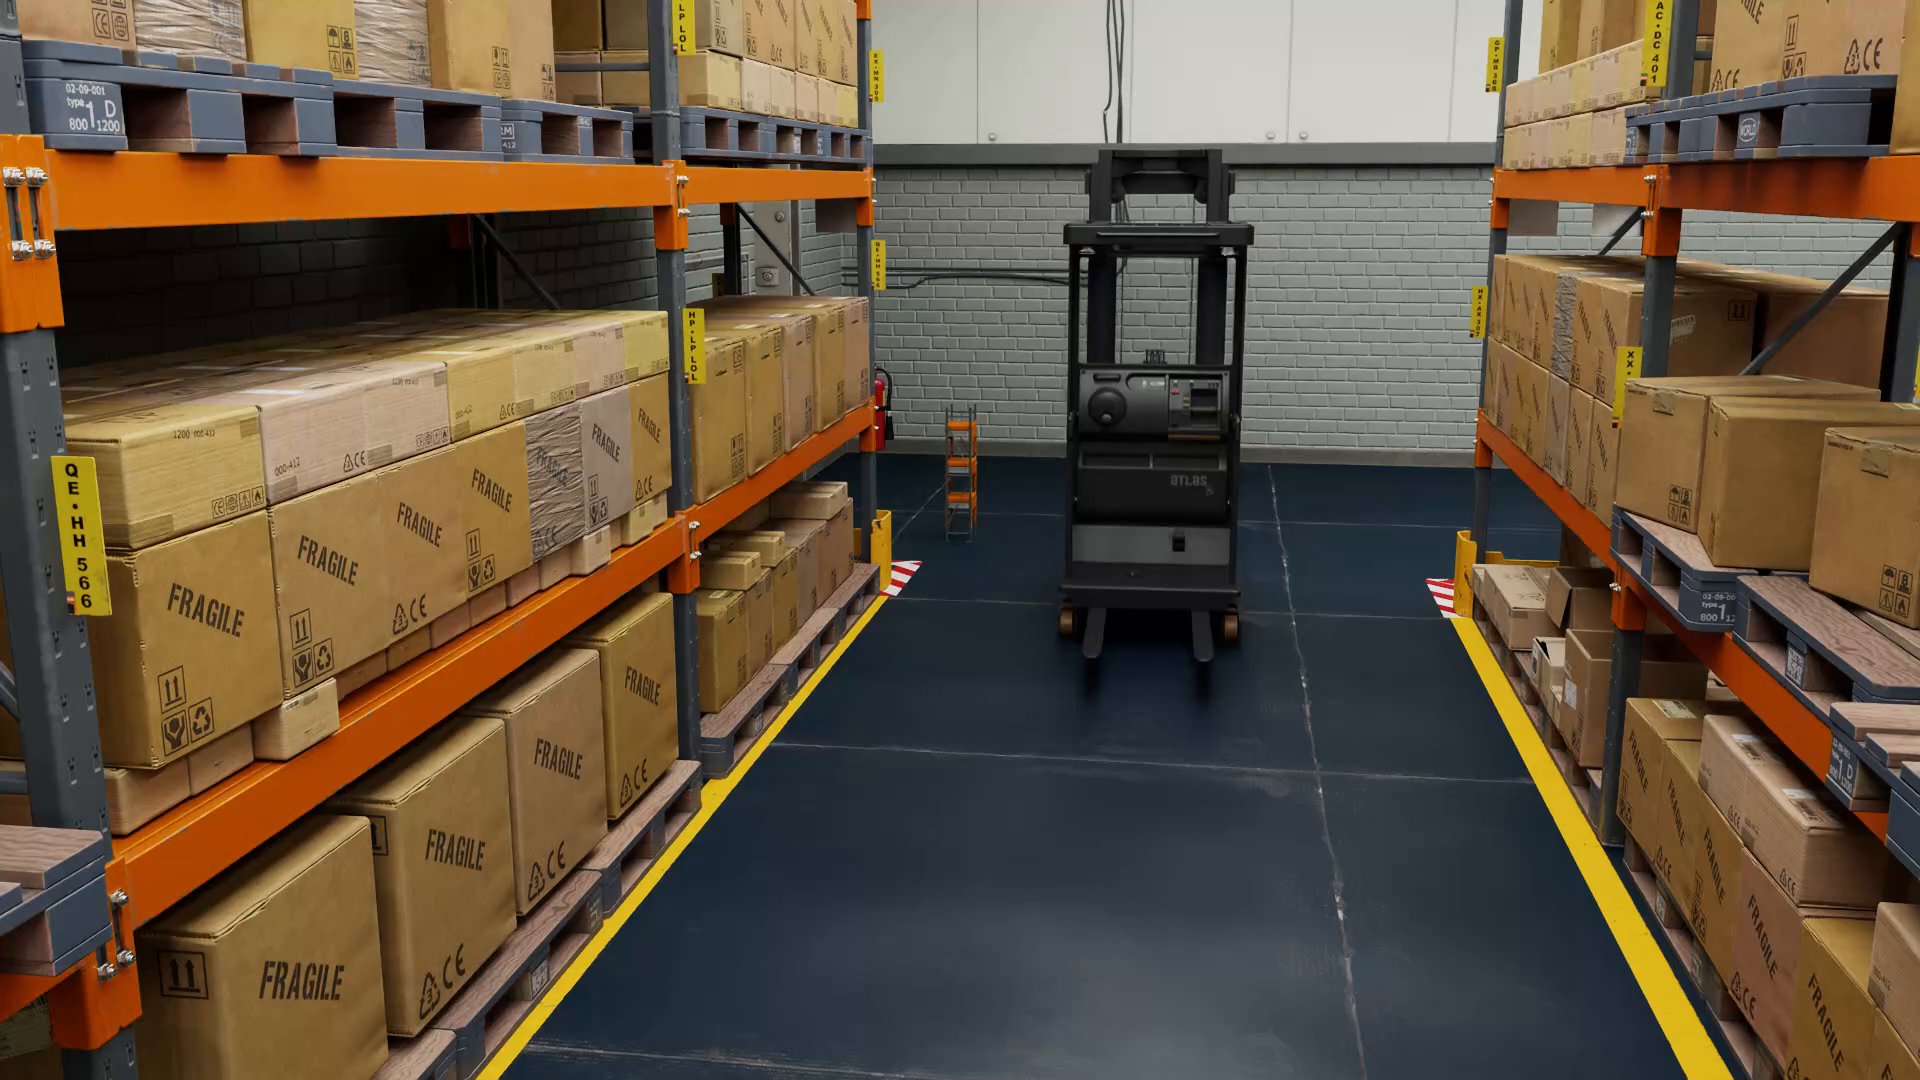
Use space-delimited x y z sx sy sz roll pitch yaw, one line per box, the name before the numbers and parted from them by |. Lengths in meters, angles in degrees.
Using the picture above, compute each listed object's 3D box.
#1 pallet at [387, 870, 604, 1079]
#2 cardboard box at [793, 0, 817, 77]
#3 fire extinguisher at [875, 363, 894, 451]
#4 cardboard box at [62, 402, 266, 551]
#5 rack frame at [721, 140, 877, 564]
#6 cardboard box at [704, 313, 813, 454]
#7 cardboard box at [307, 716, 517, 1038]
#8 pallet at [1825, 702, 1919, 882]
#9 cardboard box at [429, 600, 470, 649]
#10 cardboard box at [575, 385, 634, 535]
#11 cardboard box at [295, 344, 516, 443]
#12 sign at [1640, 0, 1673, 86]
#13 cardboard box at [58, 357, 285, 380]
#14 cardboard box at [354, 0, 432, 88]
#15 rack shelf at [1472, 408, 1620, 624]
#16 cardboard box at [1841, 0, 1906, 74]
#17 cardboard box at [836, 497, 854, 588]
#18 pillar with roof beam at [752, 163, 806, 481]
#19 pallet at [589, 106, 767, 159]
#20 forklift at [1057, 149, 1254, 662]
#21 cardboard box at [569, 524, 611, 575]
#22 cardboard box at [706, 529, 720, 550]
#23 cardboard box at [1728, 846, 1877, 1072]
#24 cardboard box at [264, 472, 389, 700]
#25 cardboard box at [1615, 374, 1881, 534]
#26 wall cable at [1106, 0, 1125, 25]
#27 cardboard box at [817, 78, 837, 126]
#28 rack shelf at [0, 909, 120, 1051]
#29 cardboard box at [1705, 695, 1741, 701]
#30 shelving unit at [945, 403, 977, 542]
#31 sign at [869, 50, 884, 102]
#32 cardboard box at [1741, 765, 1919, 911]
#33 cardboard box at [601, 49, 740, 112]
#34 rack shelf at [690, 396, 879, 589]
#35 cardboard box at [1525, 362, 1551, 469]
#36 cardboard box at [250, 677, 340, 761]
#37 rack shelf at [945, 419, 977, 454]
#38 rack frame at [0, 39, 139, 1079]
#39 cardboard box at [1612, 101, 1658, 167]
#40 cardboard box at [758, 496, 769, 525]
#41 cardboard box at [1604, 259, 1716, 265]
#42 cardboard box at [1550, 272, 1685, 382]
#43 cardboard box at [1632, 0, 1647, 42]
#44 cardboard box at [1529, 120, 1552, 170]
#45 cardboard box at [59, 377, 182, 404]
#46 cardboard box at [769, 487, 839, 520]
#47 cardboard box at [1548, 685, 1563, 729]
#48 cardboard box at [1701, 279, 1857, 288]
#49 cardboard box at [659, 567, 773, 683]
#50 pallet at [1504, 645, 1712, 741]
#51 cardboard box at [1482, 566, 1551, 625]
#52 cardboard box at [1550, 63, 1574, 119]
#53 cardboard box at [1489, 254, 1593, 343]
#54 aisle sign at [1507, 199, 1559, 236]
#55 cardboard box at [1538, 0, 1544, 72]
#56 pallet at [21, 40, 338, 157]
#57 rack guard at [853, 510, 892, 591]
pallet | -1.922 1.453 5.749 1.003 0.211 1.213 2 12 9
cardboard box | -1.080 -2.800 9.089 0.500 0.500 0.500 1 12 6
fire extinguisher | -0.598 -0.957 11.382 0.296 0.674 0.183 2 12 9
cardboard box | -1.979 -0.158 3.835 0.500 0.250 0.500 2 12 10
rack frame | -1.077 -1.160 11.258 1.000 3.000 0.127 2 12 9
cardboard box | -1.373 -0.890 9.293 0.980 0.700 0.700 1 12 6
cardboard box | -1.924 1.020 5.248 0.750 0.750 0.750 2 12 8
pallet | 2.623 0.615 3.475 1.213 0.211 1.003 2 12 9
cardboard box | -1.803 0.237 5.321 0.380 0.149 0.250 2 12 9
cardboard box | -1.583 -0.321 6.372 0.500 0.500 0.500 2 12 9
cardboard box | -1.756 -0.474 5.304 0.500 0.250 0.500 2 12 7
sign | 2.666 -1.903 6.357 0.100 0.325 0.005 2 12 9
cardboard box | -2.329 -0.383 4.879 0.500 0.250 0.500 2 12 7
cardboard box | -2.098 -1.658 5.166 0.700 0.500 0.500 2 12 9
rack shelf | 3.511 -0.233 8.661 1.077 0.370 4.000 2 12 9
cardboard box | 2.850 -1.557 4.507 0.600 0.600 0.600 1 12 6
cardboard box | -1.086 0.005 10.786 0.700 0.500 0.500 2 12 9
pillar with roof beam | 2.737 -4.544 12.717 9.100 9.000 0.400 2 12 9
pallet | -1.556 -1.921 7.876 1.003 0.211 1.213 2 12 9
forklift | 1.187 -0.890 10.166 1.130 2.935 3.031 1 12 7
cardboard box | -1.547 0.028 6.295 0.380 0.149 0.250 2 12 9
cardboard box | -1.536 0.026 9.149 0.380 0.149 0.250 2 12 9
cardboard box | 2.654 1.252 4.953 0.500 0.500 0.500 1 12 7
cardboard box | -1.890 0.099 4.422 0.500 0.500 0.500 2 12 11
cardboard box | 2.909 -0.331 6.174 0.700 0.500 0.500 -2 12 -10
wall cable | 2.819 -6.122 15.424 3.097 2.526 0.112 2 12 9
cardboard box | -1.006 -2.538 9.653 0.500 0.250 0.500 1 12 7
rack shelf | -2.615 1.273 1.674 1.077 0.370 4.000 2 12 9
cardboard box | 3.481 0.851 7.263 0.500 0.311 0.500 2 12 9
shelving unit | 0.008 -0.524 12.934 0.215 1.050 0.252 2 12 9
sign | -0.543 -3.000 10.762 0.100 0.325 0.005 2 12 9
cardboard box | 2.657 0.878 4.910 0.500 0.250 0.500 2 12 8
cardboard box | -1.326 -2.110 7.667 0.500 0.250 0.500 2 12 8
rack shelf | -1.385 -0.392 9.402 1.077 0.370 4.000 2 12 9
cardboard box | 3.257 -0.650 8.651 0.500 0.500 0.500 2 12 9
cardboard box | -1.856 0.452 4.324 0.380 0.149 0.250 2 12 10
rack shelf | 0.008 -0.791 12.877 0.215 0.259 0.240 2 12 9
rack frame | -2.308 0.505 3.530 1.000 3.000 0.127 2 12 9
cardboard box | 3.015 -1.671 6.862 0.500 0.250 0.500 2 12 9
cardboard box | -1.380 -0.187 10.137 0.380 0.149 0.250 2 12 9
cardboard box | 3.945 -1.332 9.441 0.500 0.500 0.500 2 12 10
cardboard box | 3.179 -1.031 8.046 0.500 0.500 0.500 2 12 9
cardboard box | 3.528 -2.478 7.642 0.700 0.500 0.500 2 12 9
cardboard box | 3.323 -2.087 8.794 0.500 0.250 0.500 2 12 9
cardboard box | -2.411 -0.276 4.384 0.500 0.250 0.500 1 12 7
cardboard box | -0.964 -0.226 10.319 0.380 0.149 0.250 2 12 10
cardboard box | 3.009 0.803 7.871 0.380 0.149 0.250 2 12 9
cardboard box | 3.632 -0.902 7.448 0.500 0.500 0.500 1 12 7
cardboard box | -1.396 0.432 8.805 0.700 0.500 0.500 2 12 8
pallet | 3.495 0.798 8.792 1.003 0.211 1.213 2 12 9
cardboard box | 3.377 0.336 9.794 0.500 0.250 0.500 2 12 9
cardboard box | 3.247 -2.227 8.259 0.500 0.250 0.500 2 12 9
cardboard box | 3.489 -1.455 10.012 0.500 0.500 0.500 2 12 10
aisle sign | 3.538 -2.295 10.353 0.394 0.787 0.004 2 12 9
cardboard box | 3.755 -2.897 9.586 0.700 0.500 0.500 2 12 9
pallet | -2.261 -1.005 3.864 1.213 0.211 1.003 2 12 11
rack guard | -1.073 0.057 11.544 1.175 0.500 0.348 2 12 9
